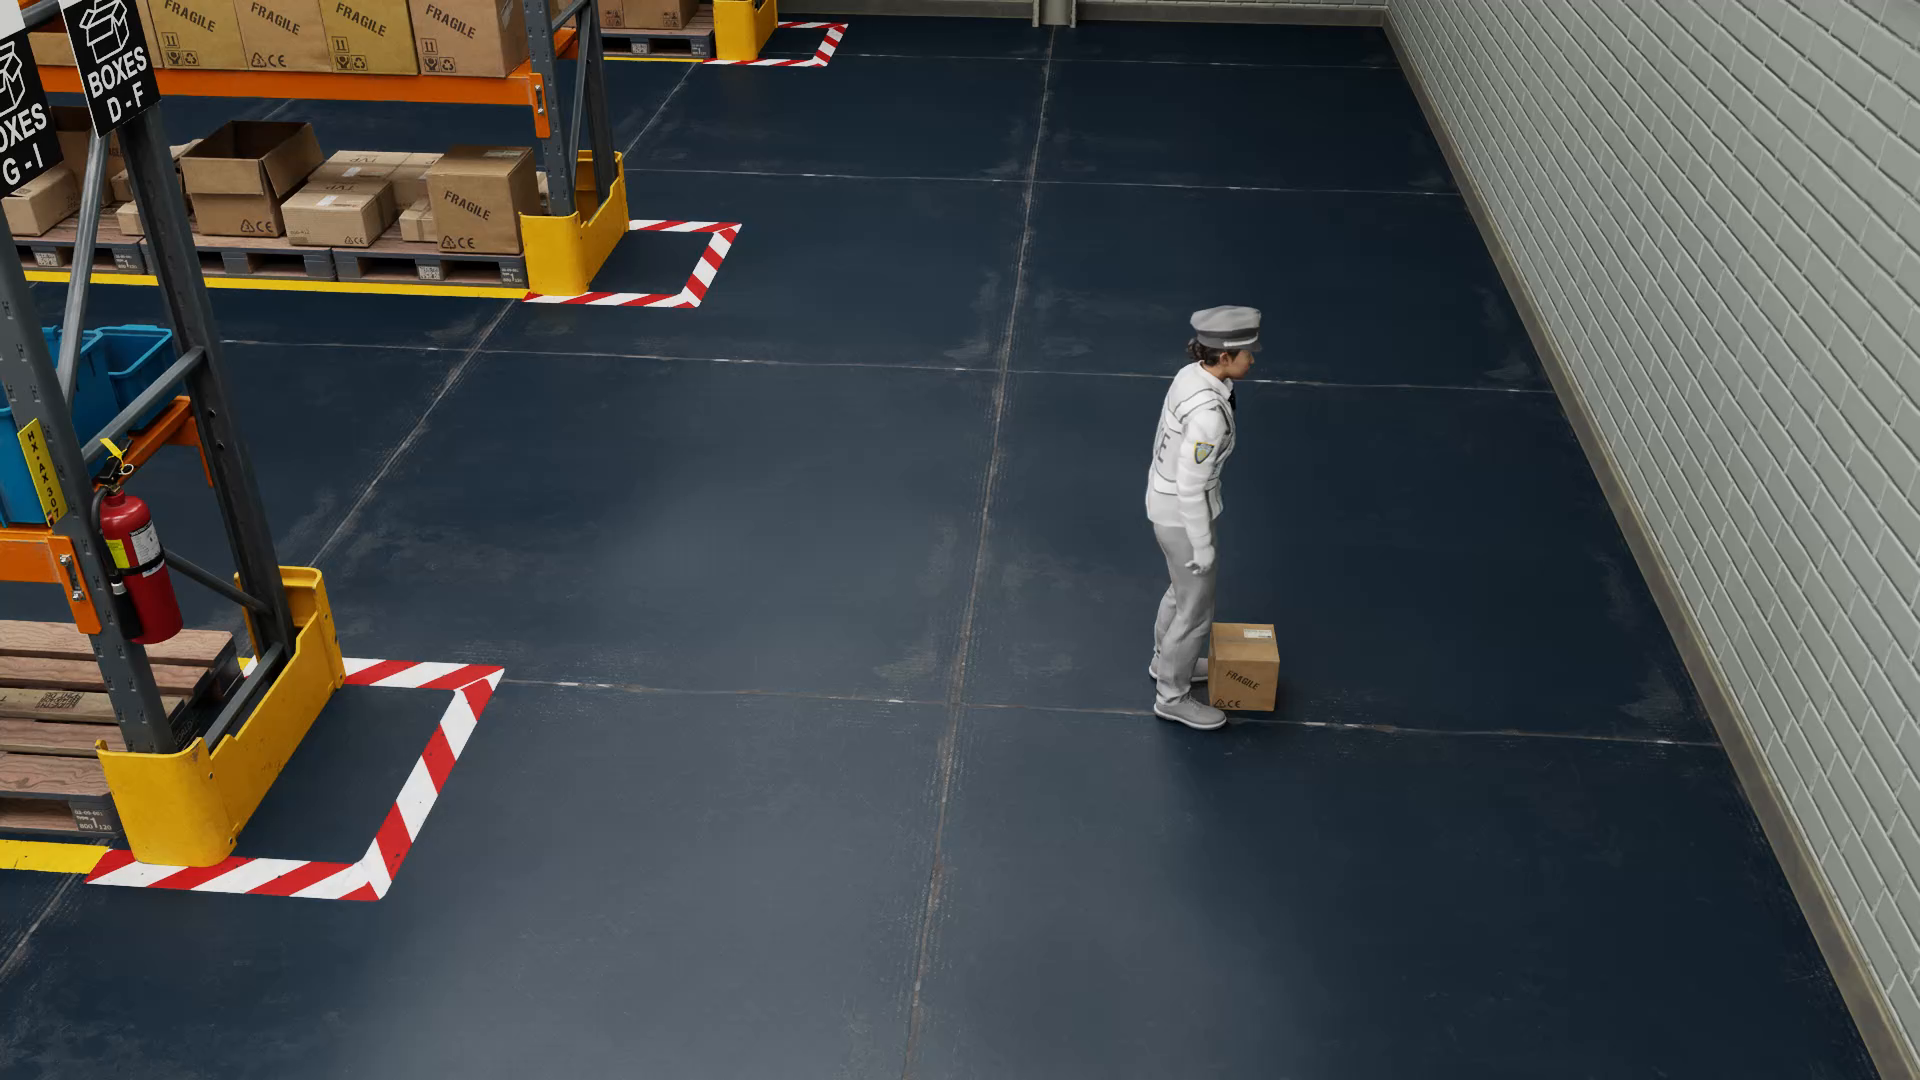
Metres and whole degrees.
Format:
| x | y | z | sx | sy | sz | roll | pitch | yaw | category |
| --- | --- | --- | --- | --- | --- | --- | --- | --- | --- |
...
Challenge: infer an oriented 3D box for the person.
| x | y | z | sx | sy | sz | roll | pitch | yaw | category |
| --- | --- | --- | --- | --- | --- | --- | --- | --- | --- |
| 0.888 | -0.093 | 6.282 | 0.376 | 1.663 | 0.527 | 2 | 32 | 4 | person |
